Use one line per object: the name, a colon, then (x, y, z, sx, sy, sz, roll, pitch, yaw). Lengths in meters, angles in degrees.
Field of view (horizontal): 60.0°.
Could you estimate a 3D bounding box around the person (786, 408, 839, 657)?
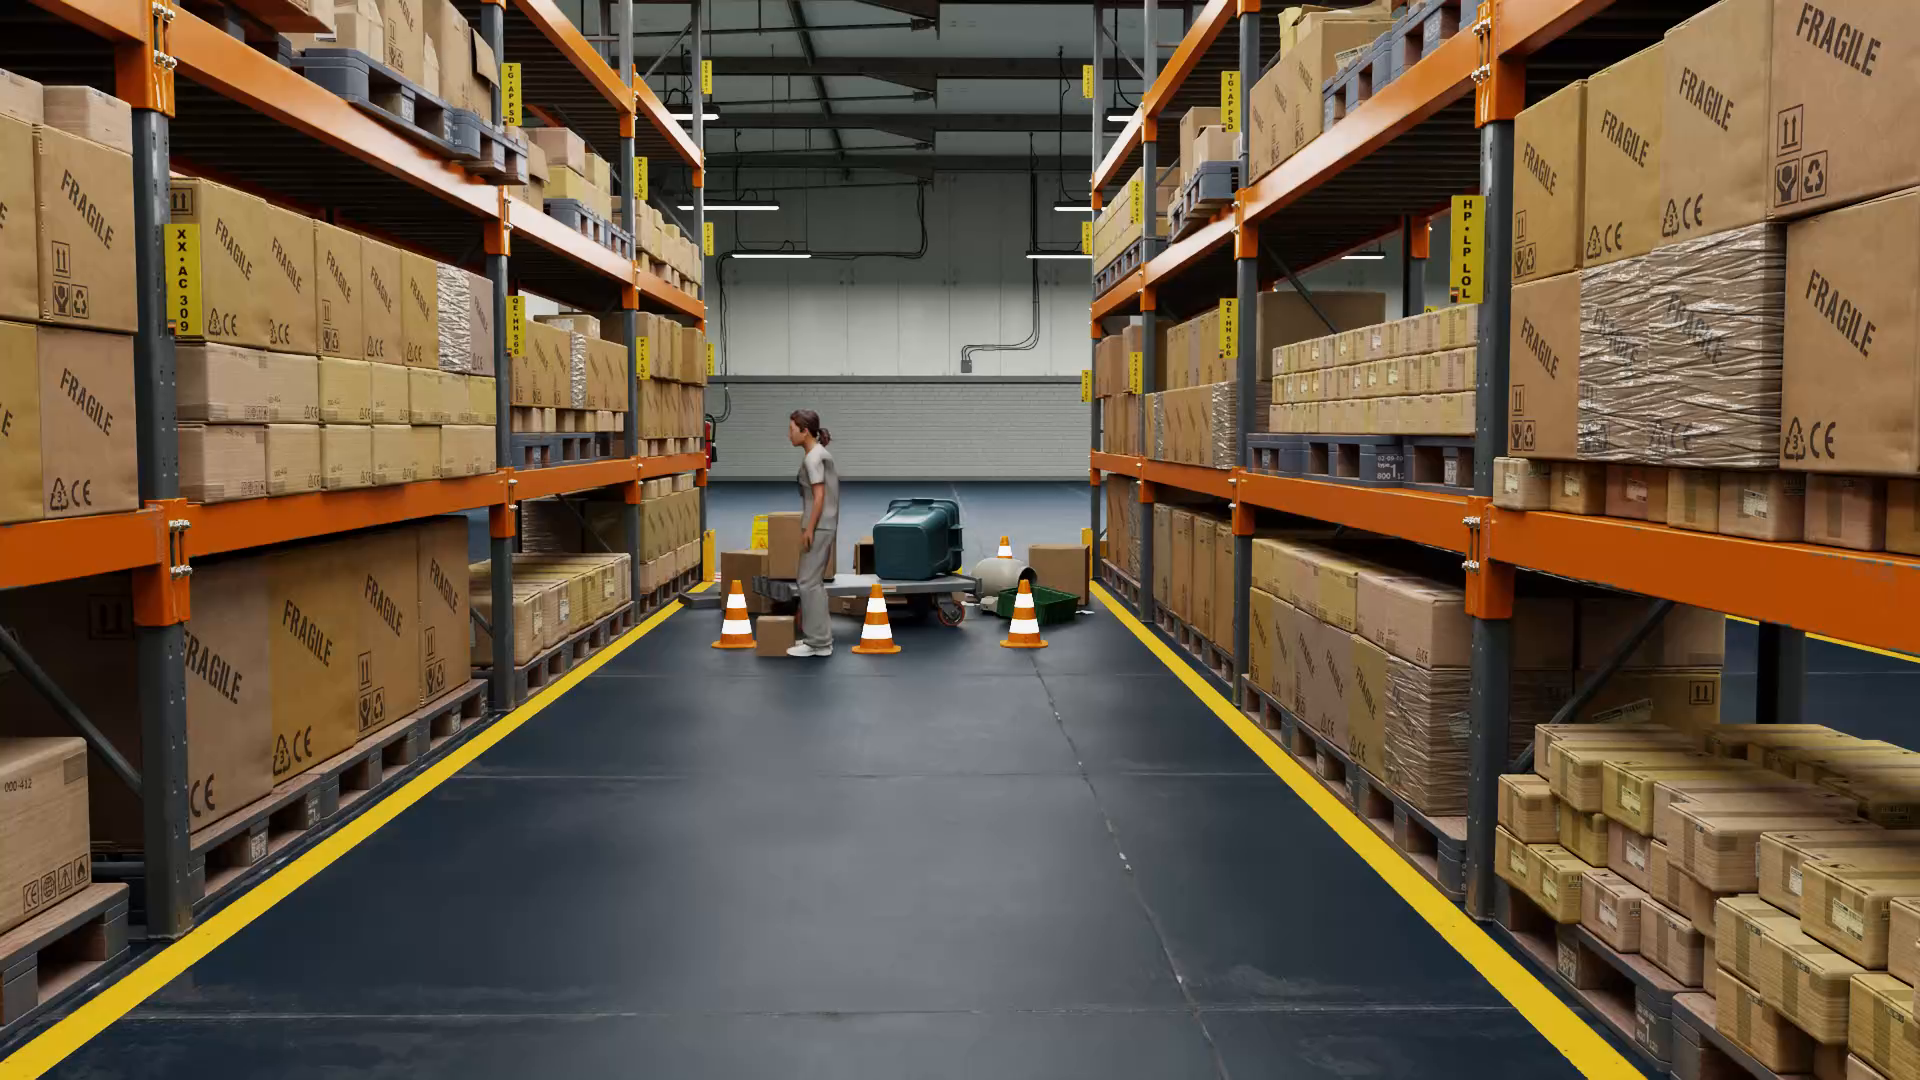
person: (-1.001, -0.055, 11.288, 0.361, 1.672, 0.492, 0, 4, -4)
